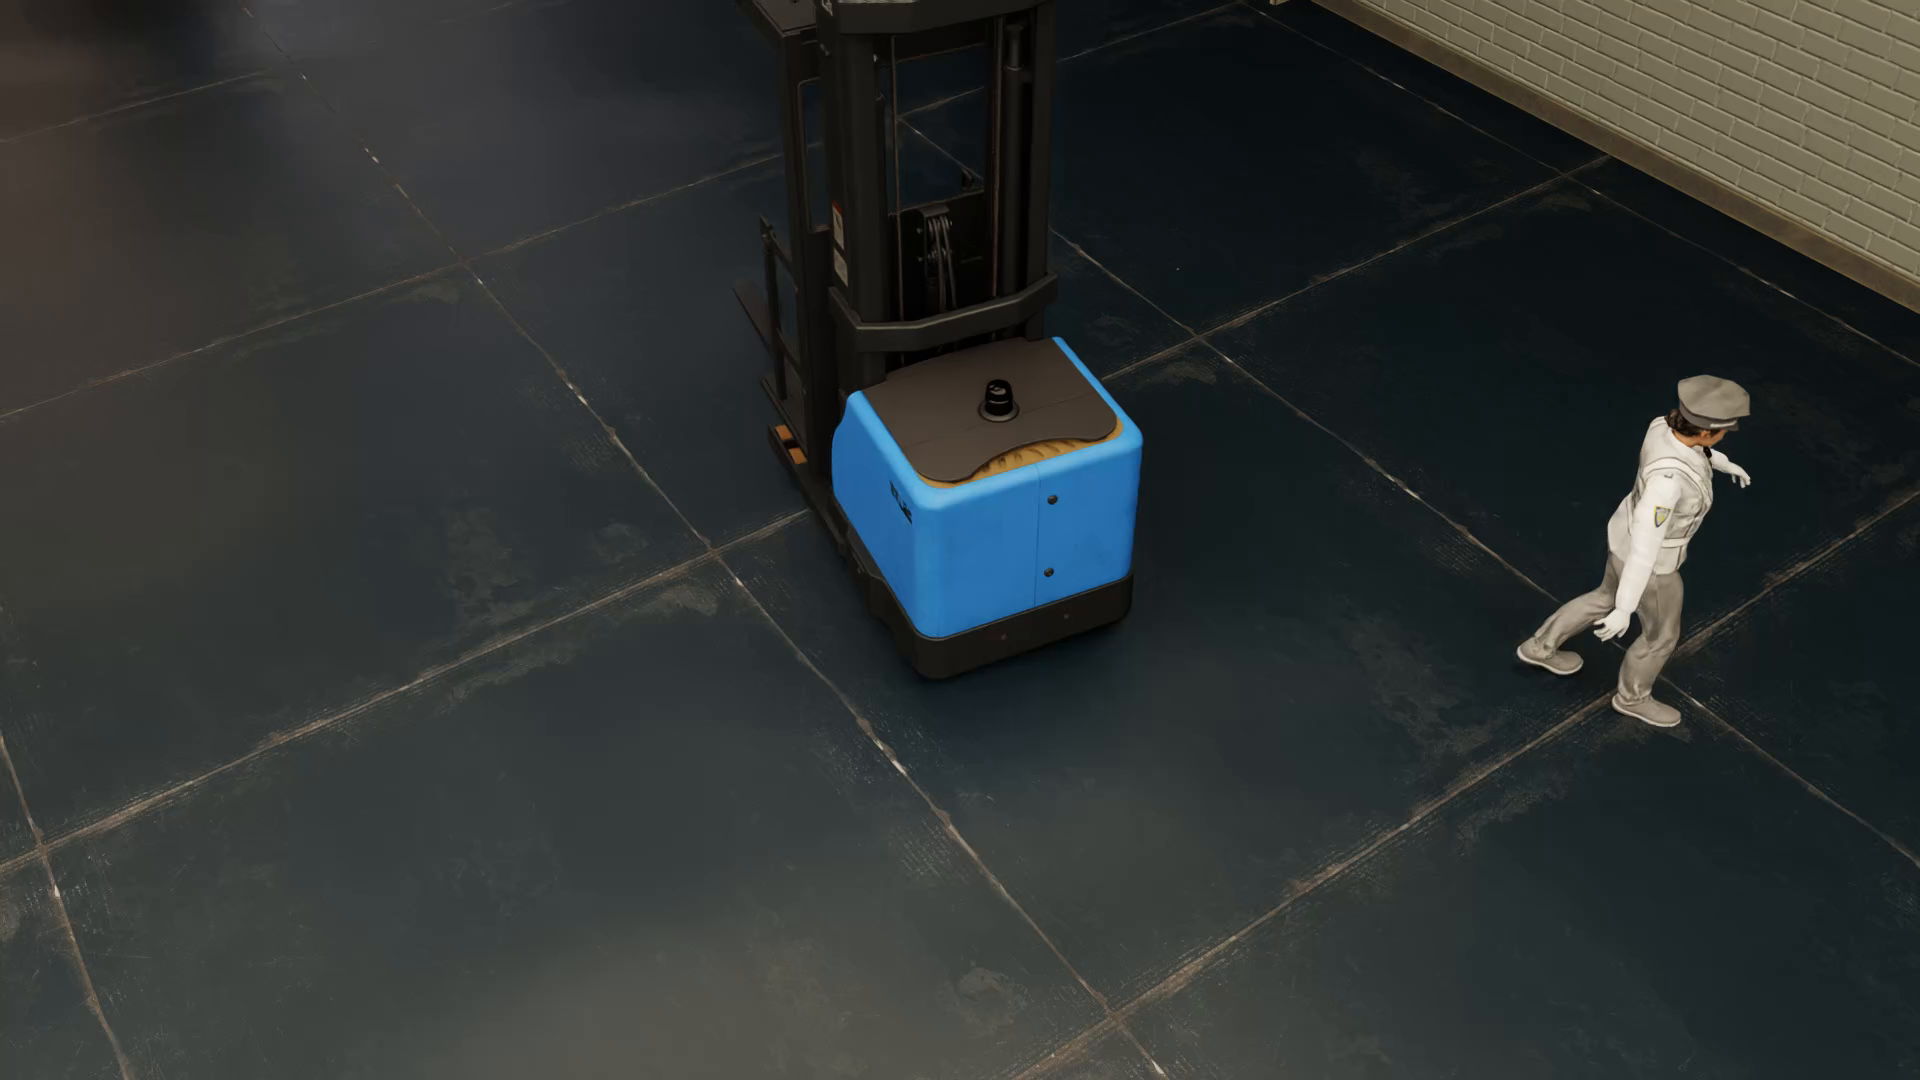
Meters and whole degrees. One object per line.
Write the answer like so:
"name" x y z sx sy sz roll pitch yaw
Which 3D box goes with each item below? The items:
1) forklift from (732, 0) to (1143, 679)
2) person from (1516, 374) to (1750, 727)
"forklift" -0.307 -1.486 7.328 1.130 2.935 3.031 -17 45 -18
"person" 2.750 0.076 6.604 0.726 1.639 0.879 10 44 10
